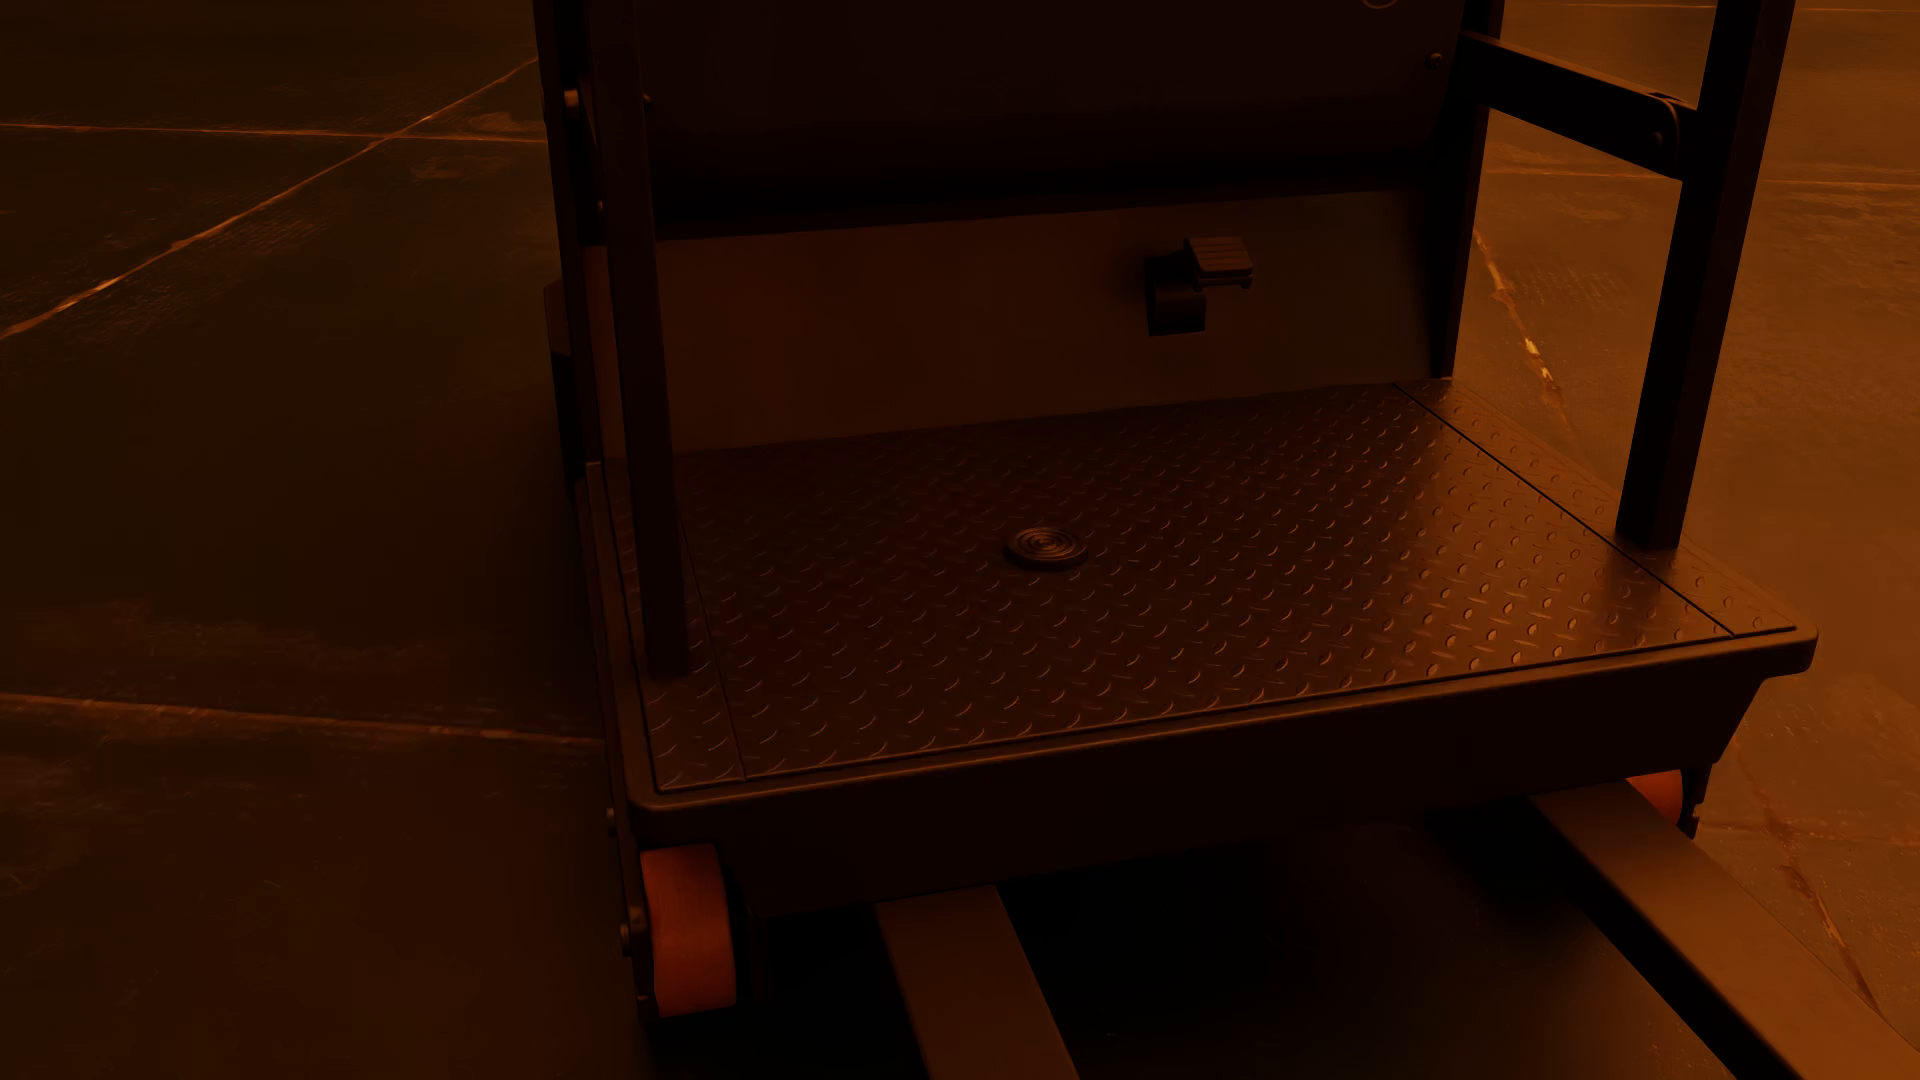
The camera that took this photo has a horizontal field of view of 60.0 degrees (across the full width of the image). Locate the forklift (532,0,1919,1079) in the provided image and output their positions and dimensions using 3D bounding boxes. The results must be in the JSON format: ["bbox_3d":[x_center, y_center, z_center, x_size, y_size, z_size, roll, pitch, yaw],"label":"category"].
[{"bbox_3d":[0.153,-1.049,1.319,1.130,2.935,3.031,-7,27,-13],"label":"forklift"}]
